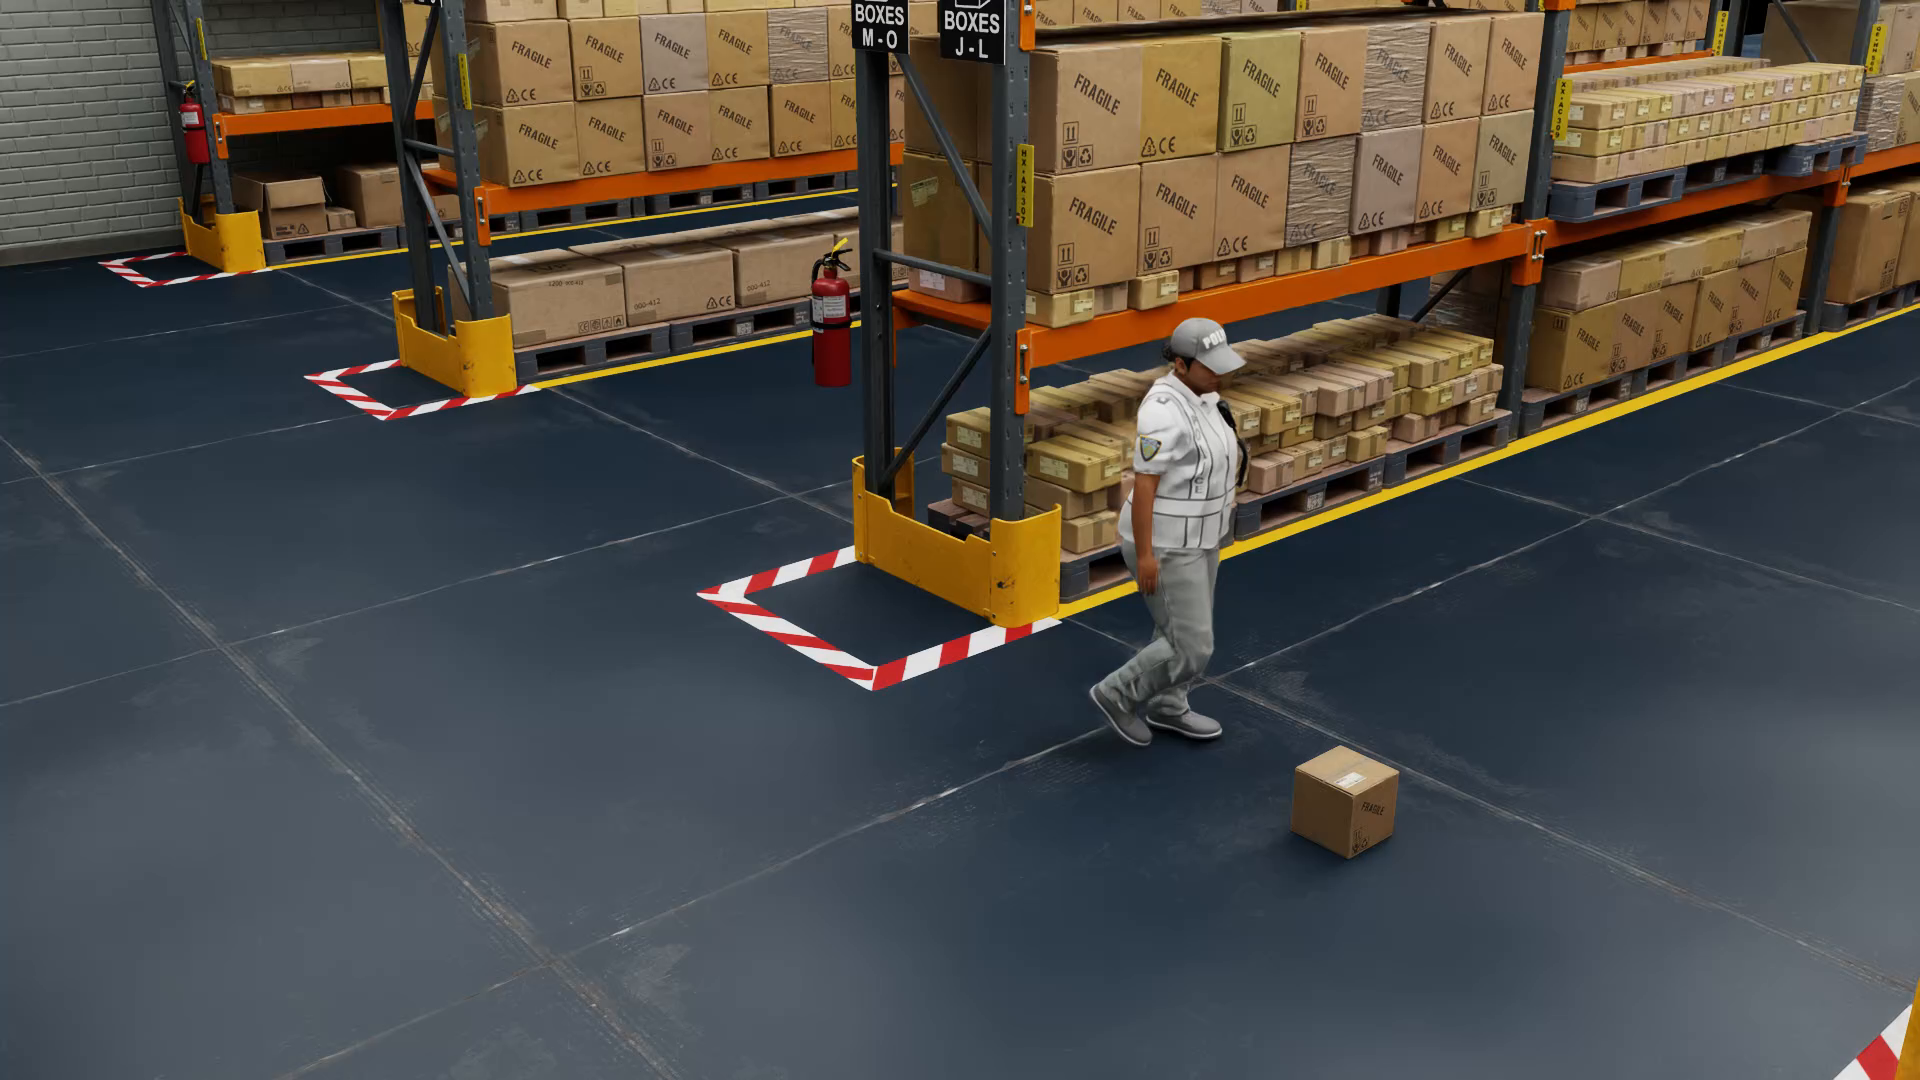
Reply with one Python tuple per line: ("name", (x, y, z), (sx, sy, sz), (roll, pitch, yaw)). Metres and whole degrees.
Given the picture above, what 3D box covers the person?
("person", (0.779, -0.004, 6.036), (0.479, 1.661, 0.548), (11, 24, 27))
